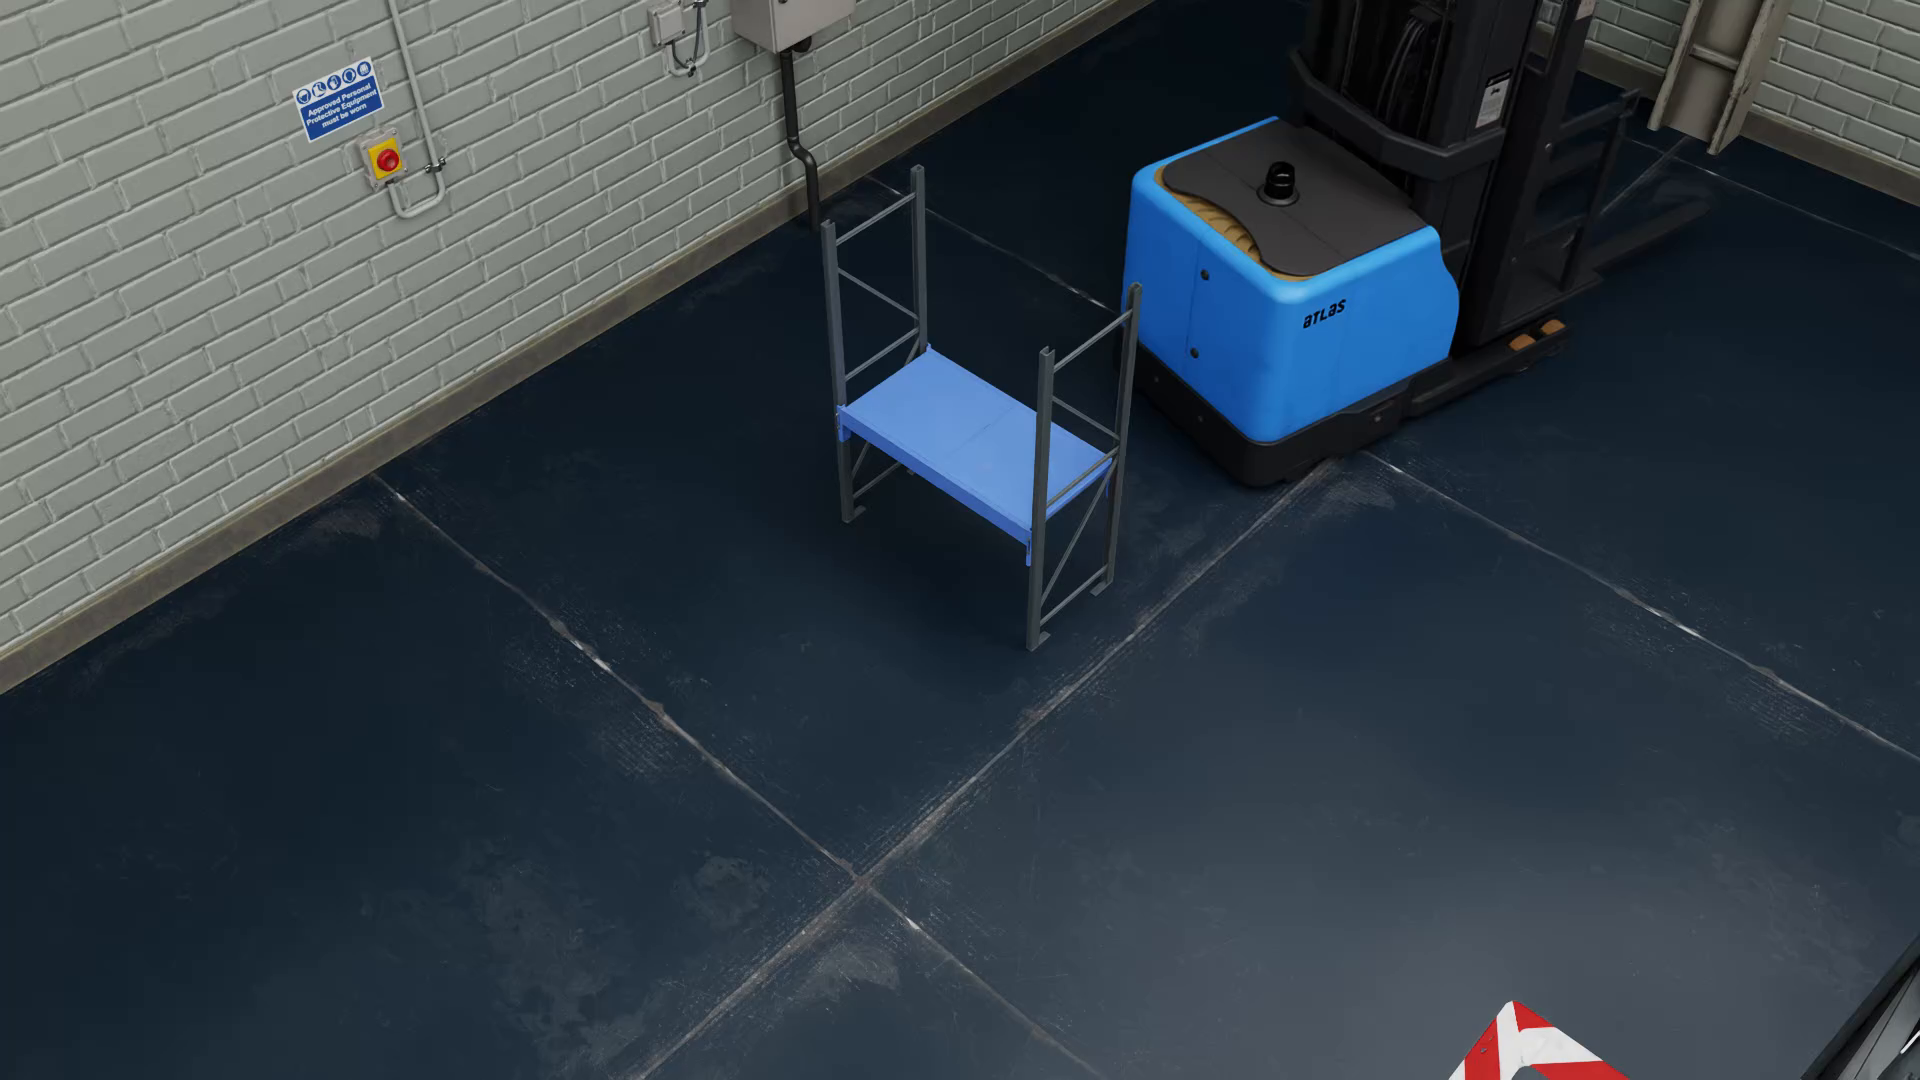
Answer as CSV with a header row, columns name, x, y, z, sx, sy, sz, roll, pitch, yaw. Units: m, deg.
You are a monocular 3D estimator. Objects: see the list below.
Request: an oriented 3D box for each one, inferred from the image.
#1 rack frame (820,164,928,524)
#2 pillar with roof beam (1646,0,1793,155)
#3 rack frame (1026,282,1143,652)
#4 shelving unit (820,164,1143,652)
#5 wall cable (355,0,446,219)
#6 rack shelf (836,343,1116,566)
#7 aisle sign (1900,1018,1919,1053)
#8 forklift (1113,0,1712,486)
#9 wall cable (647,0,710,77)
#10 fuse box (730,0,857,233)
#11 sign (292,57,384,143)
name,x,y,z,sx,sy,sz,roll,pitch,yaw
rack frame,-0.311,-0.723,6.508,0.032,1.500,0.500,34,55,28
pillar with roof beam,1.019,-2.978,3.482,0.400,9.000,9.100,34,55,28
rack frame,0.436,-0.220,6.036,0.032,1.500,0.500,34,55,28
shelving unit,0.063,-0.471,6.272,1.048,1.500,0.538,34,55,28
wall cable,-2.214,-1.888,5.855,0.123,1.953,0.585,34,55,28
rack shelf,0.063,-0.348,6.403,1.000,0.185,0.538,34,55,28
aisle sign,1.695,0.476,2.571,0.004,0.787,0.394,34,55,28
forklift,2.205,-2.072,6.793,3.031,2.935,1.130,-25,52,-22
wall cable,-1.261,-2.643,6.586,0.122,1.984,0.588,34,55,28
fuse box,-0.682,-2.142,7.696,0.414,1.711,0.539,34,55,28
sign,-2.292,-1.626,6.143,0.001,0.218,0.327,34,55,28
